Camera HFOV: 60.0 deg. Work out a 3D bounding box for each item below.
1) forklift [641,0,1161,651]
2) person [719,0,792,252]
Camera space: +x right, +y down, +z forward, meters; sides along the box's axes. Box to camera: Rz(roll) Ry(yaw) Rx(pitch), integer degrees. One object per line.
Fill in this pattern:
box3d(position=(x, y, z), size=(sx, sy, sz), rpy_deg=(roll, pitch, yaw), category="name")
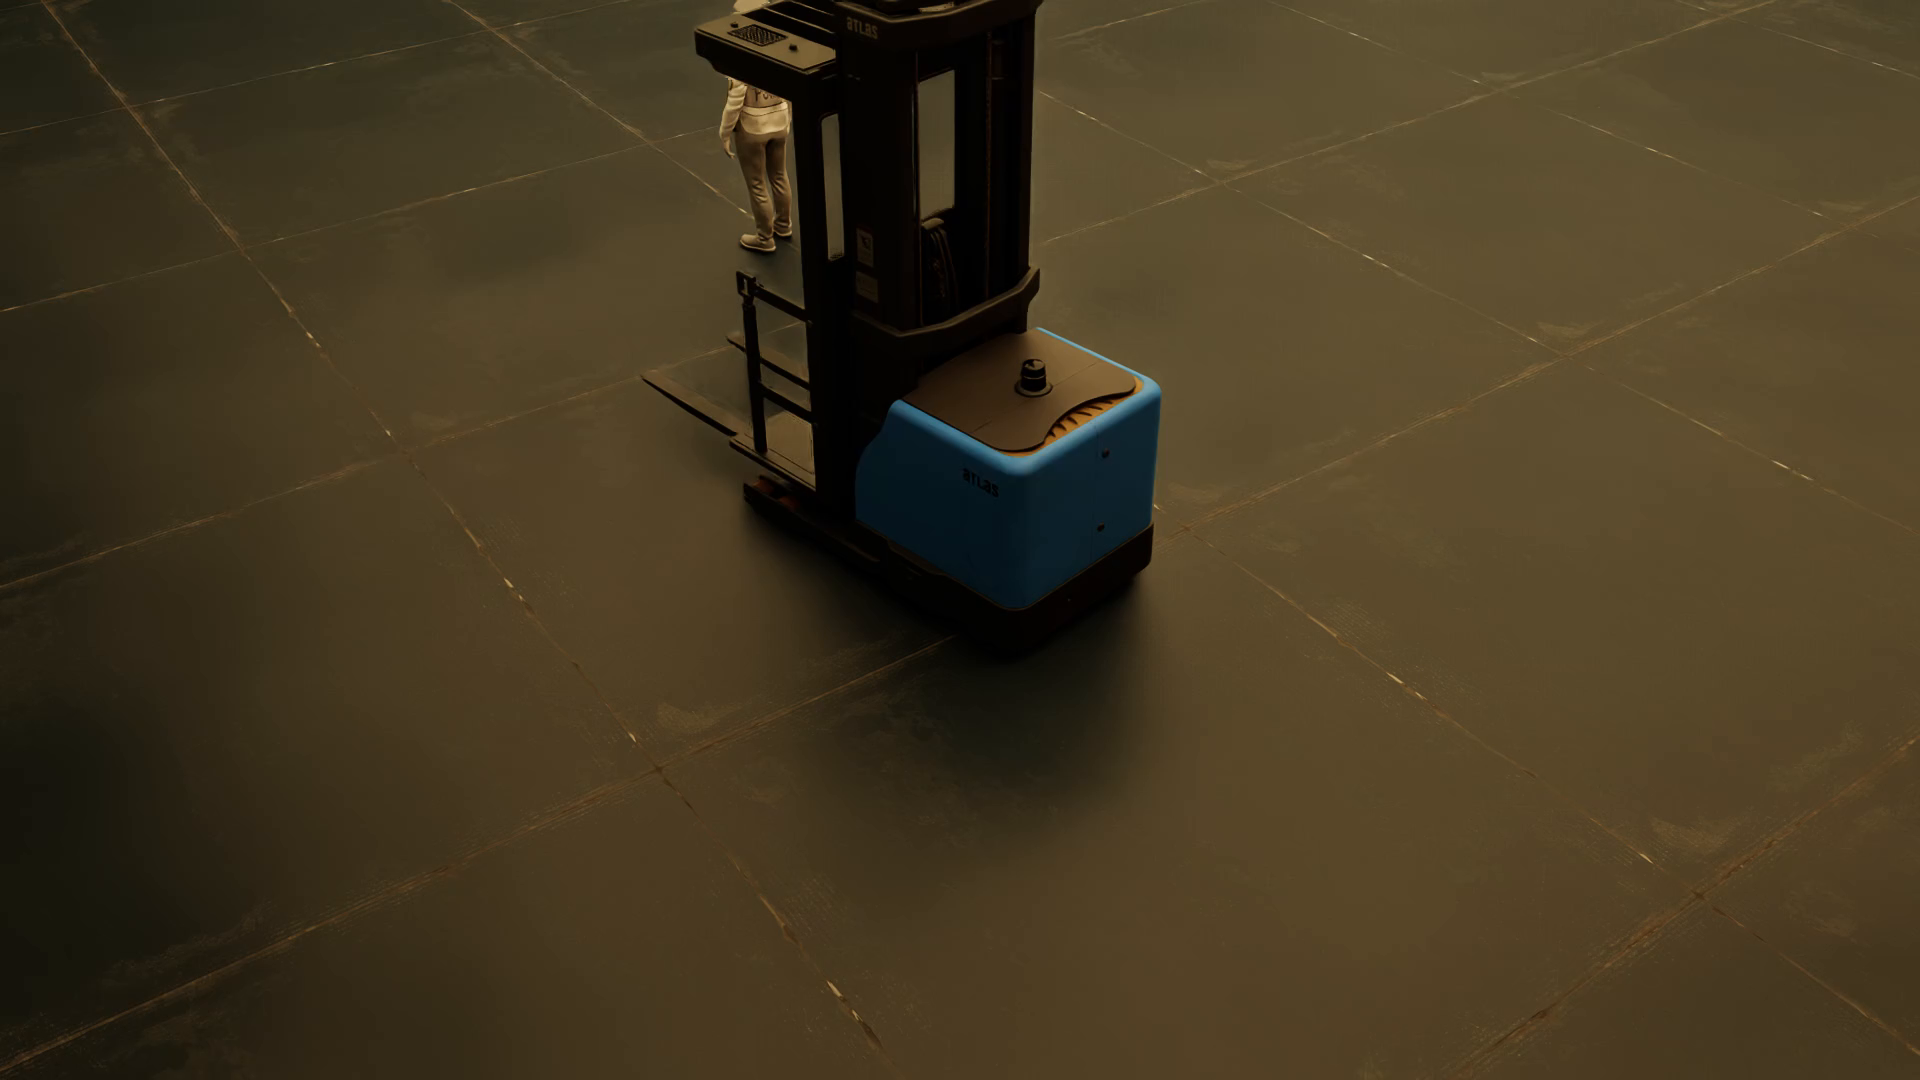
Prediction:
box3d(position=(-0.471, -1.438, 7.889), size=(3.031, 2.935, 1.130), rpy_deg=(30, 46, 34), category="forklift")
box3d(position=(-1.304, -2.627, 10.529), size=(0.578, 1.698, 0.526), rpy_deg=(-29, 45, -33), category="person")
